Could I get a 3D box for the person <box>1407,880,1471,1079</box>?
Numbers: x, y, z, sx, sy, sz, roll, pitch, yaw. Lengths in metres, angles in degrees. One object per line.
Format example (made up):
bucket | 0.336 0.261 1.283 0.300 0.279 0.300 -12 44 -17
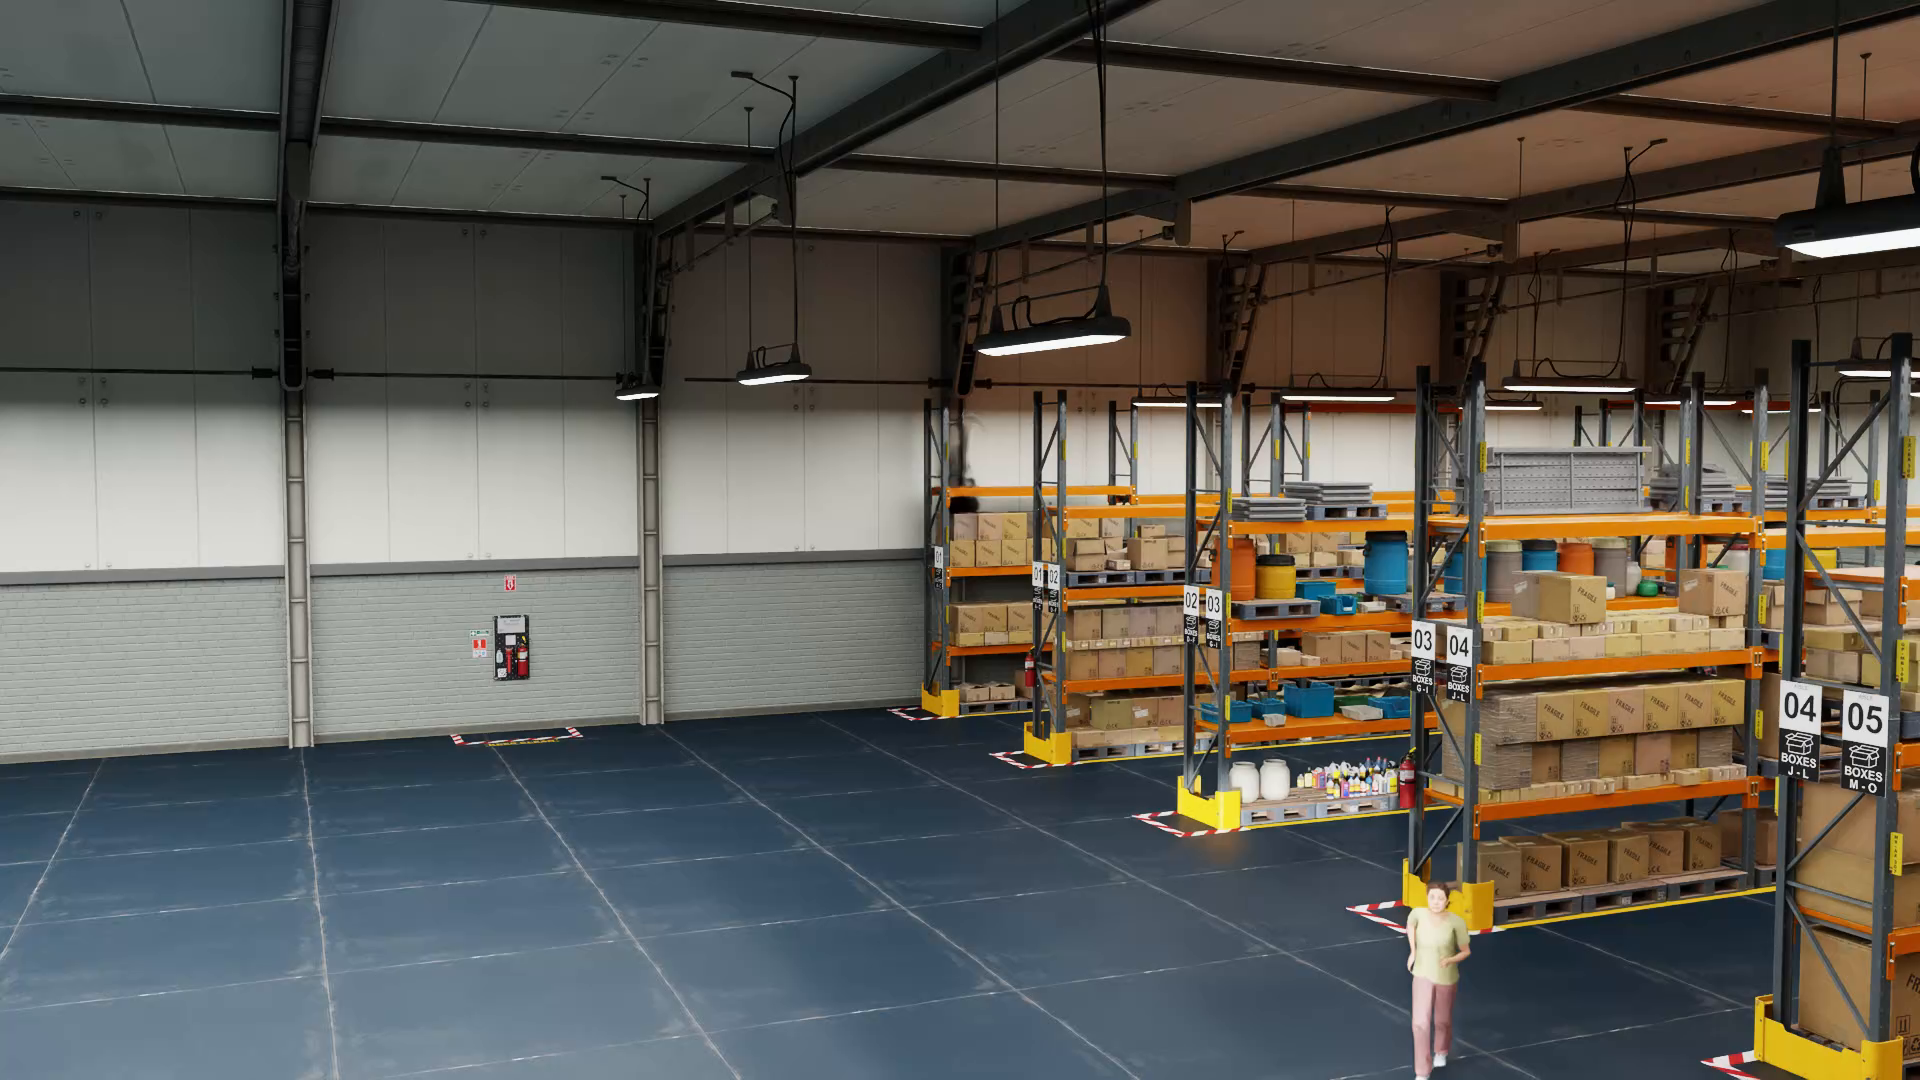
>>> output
person | 3.847 3.554 13.390 0.499 1.703 0.852 1 4 17
